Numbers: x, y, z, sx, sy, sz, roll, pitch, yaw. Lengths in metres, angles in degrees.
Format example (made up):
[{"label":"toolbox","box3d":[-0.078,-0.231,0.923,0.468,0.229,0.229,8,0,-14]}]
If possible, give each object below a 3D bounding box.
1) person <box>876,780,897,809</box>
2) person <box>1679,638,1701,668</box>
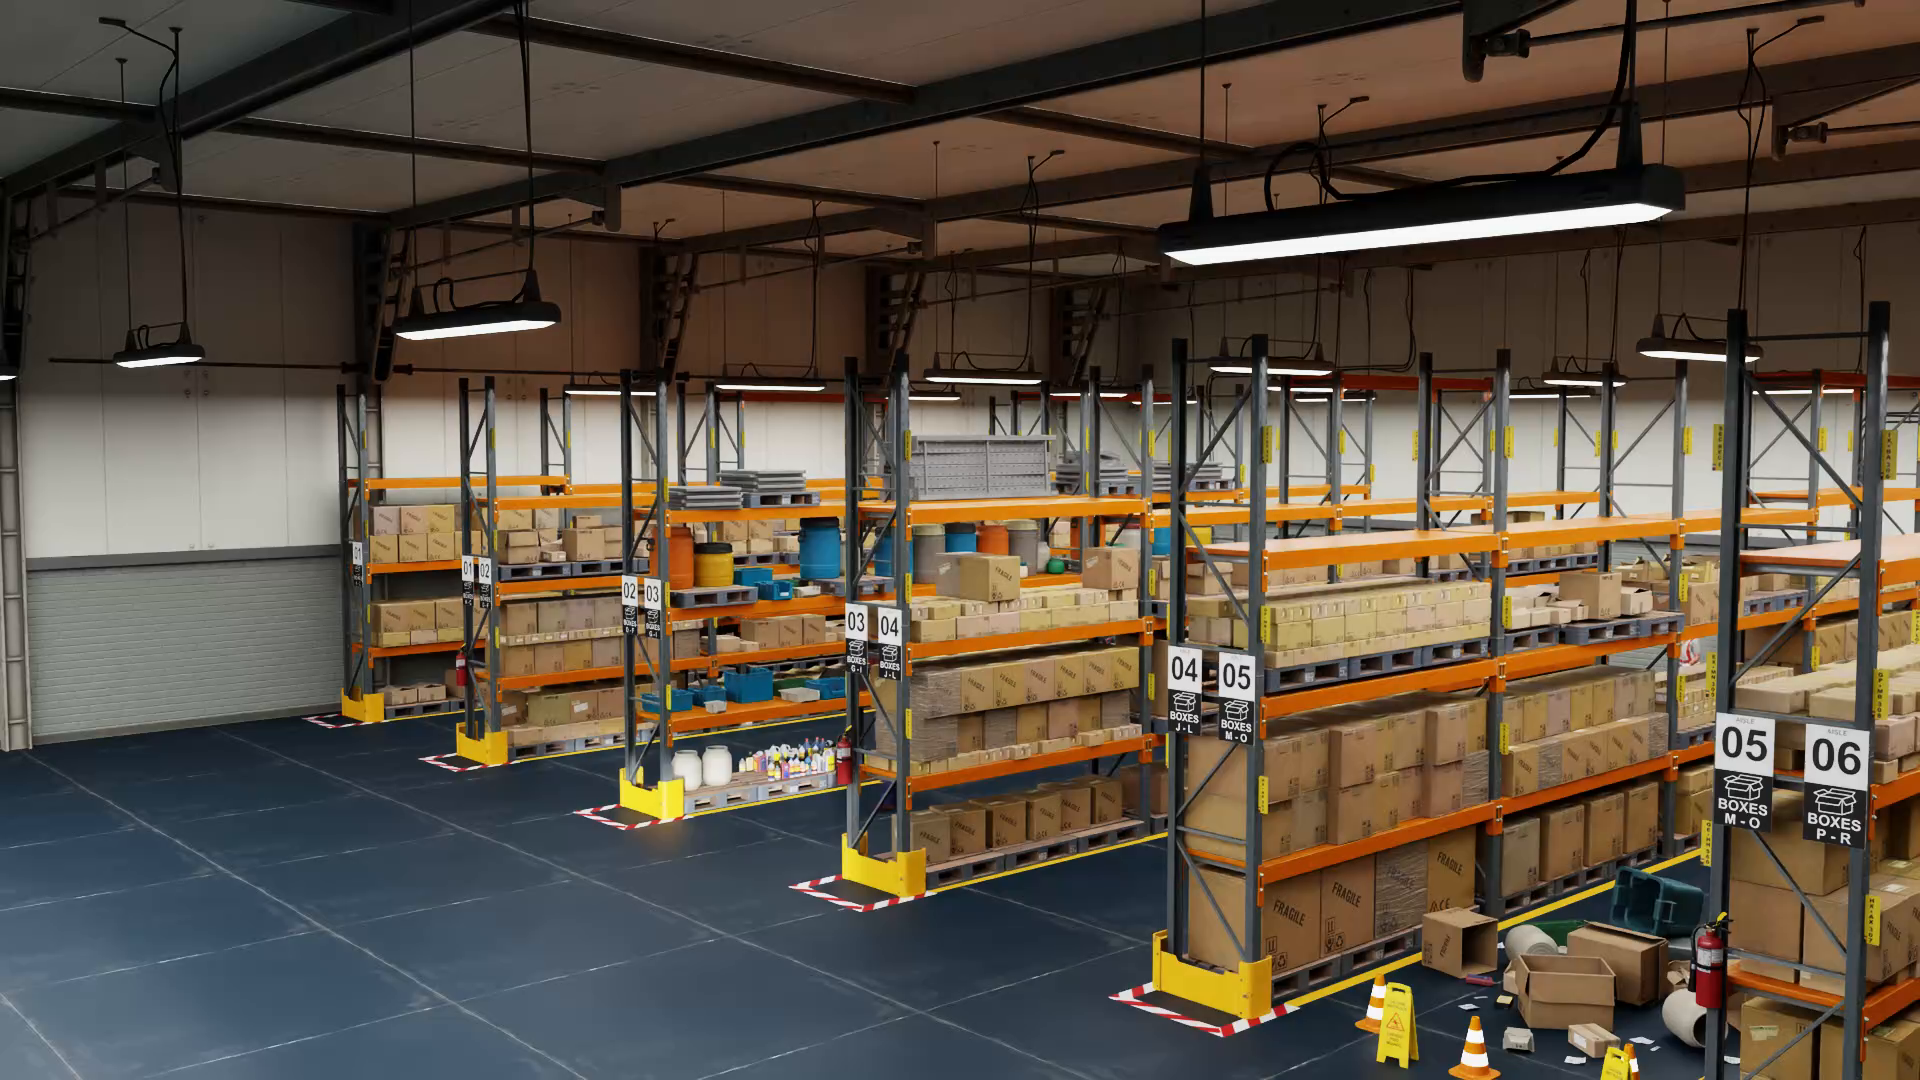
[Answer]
[{"label":"person","box3d":[-0.975,2.849,22.772,0.416,1.624,0.537,1,4,21]},{"label":"person","box3d":[13.060,2.370,29.848,0.880,1.809,0.520,-4,5,-44]}]
